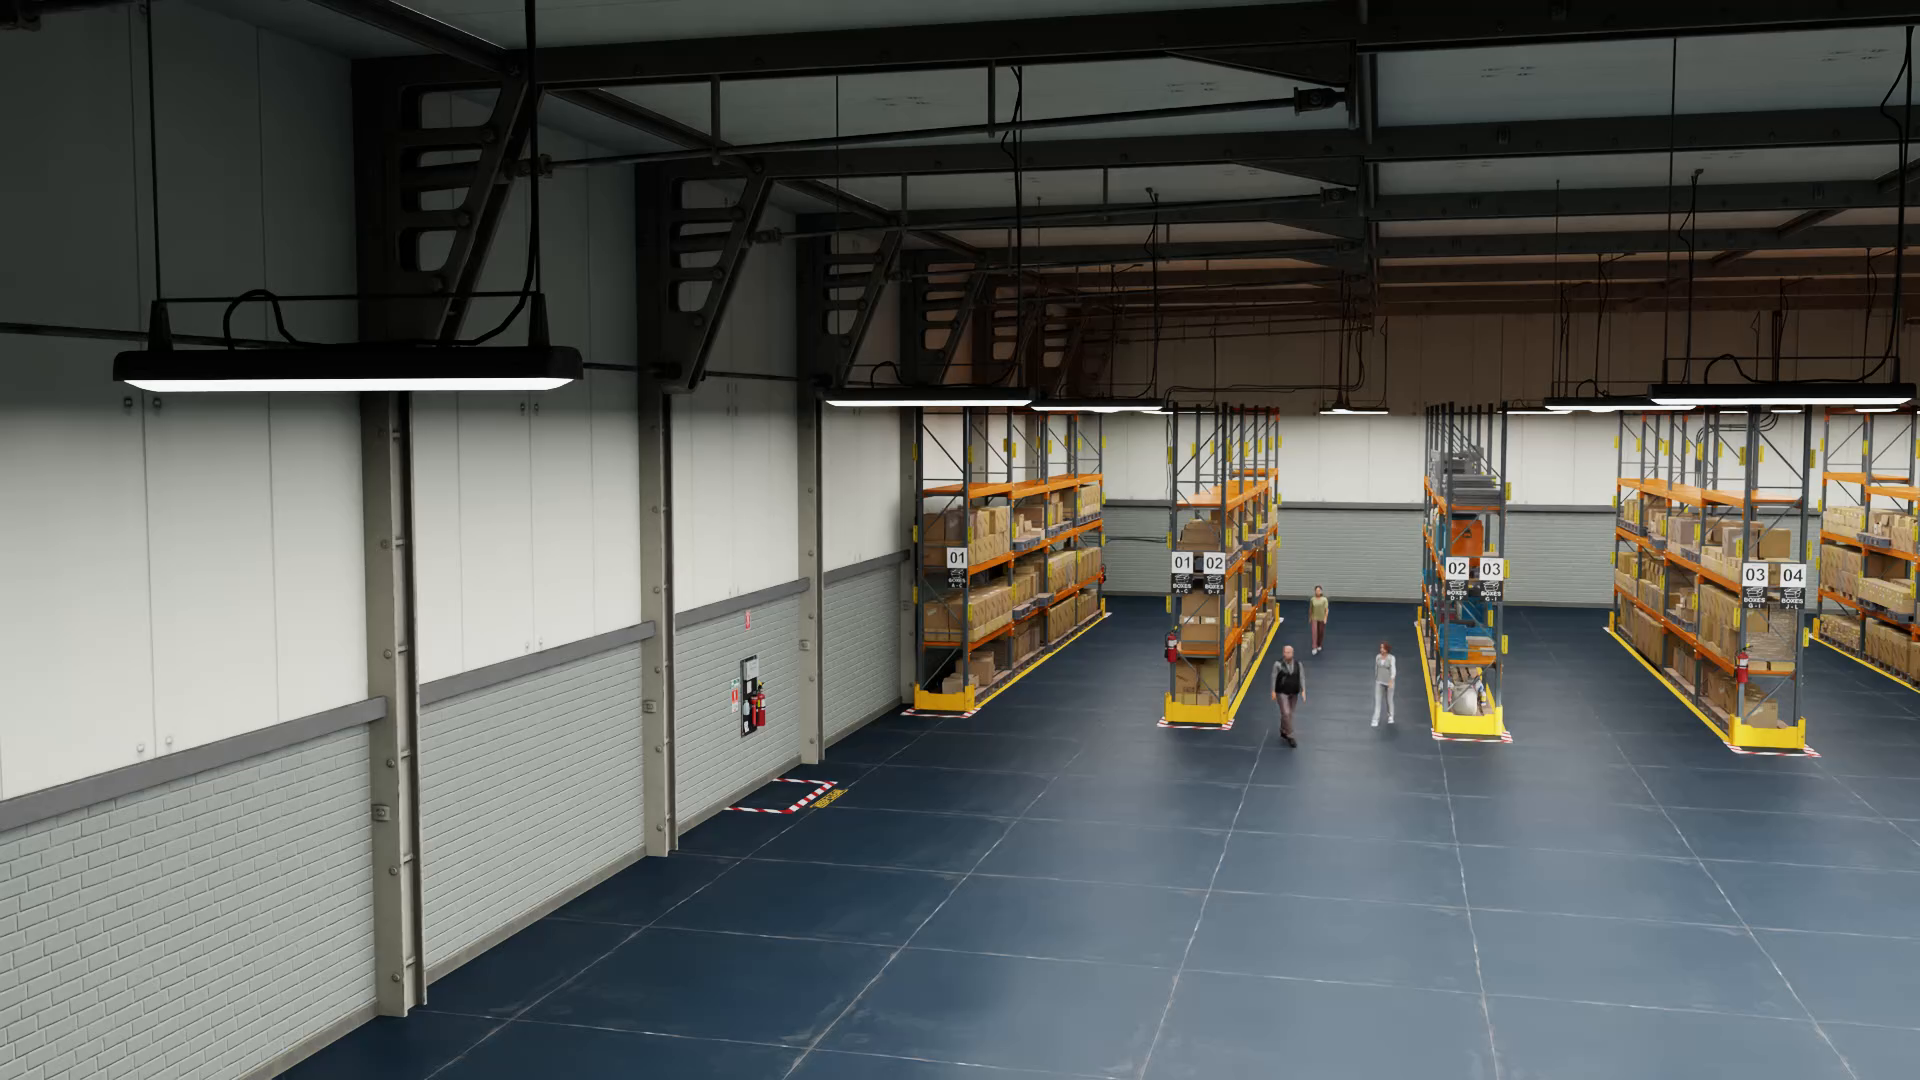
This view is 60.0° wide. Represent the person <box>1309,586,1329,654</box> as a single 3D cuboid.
[{"bbox_3d":[8.695,1.918,40.234,0.445,1.600,1.044,0,4,6],"label":"person"}]

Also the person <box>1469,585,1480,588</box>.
[{"bbox_3d":[15.018,1.377,48.264,0.439,1.562,1.009,-3,5,-38],"label":"person"}]

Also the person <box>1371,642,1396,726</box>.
[{"bbox_3d":[7.843,2.658,30.749,0.426,1.546,0.929,2,5,29],"label":"person"}]

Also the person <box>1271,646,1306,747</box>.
[{"bbox_3d":[5.775,2.705,29.143,0.564,1.702,0.863,-1,4,-13],"label":"person"}]
